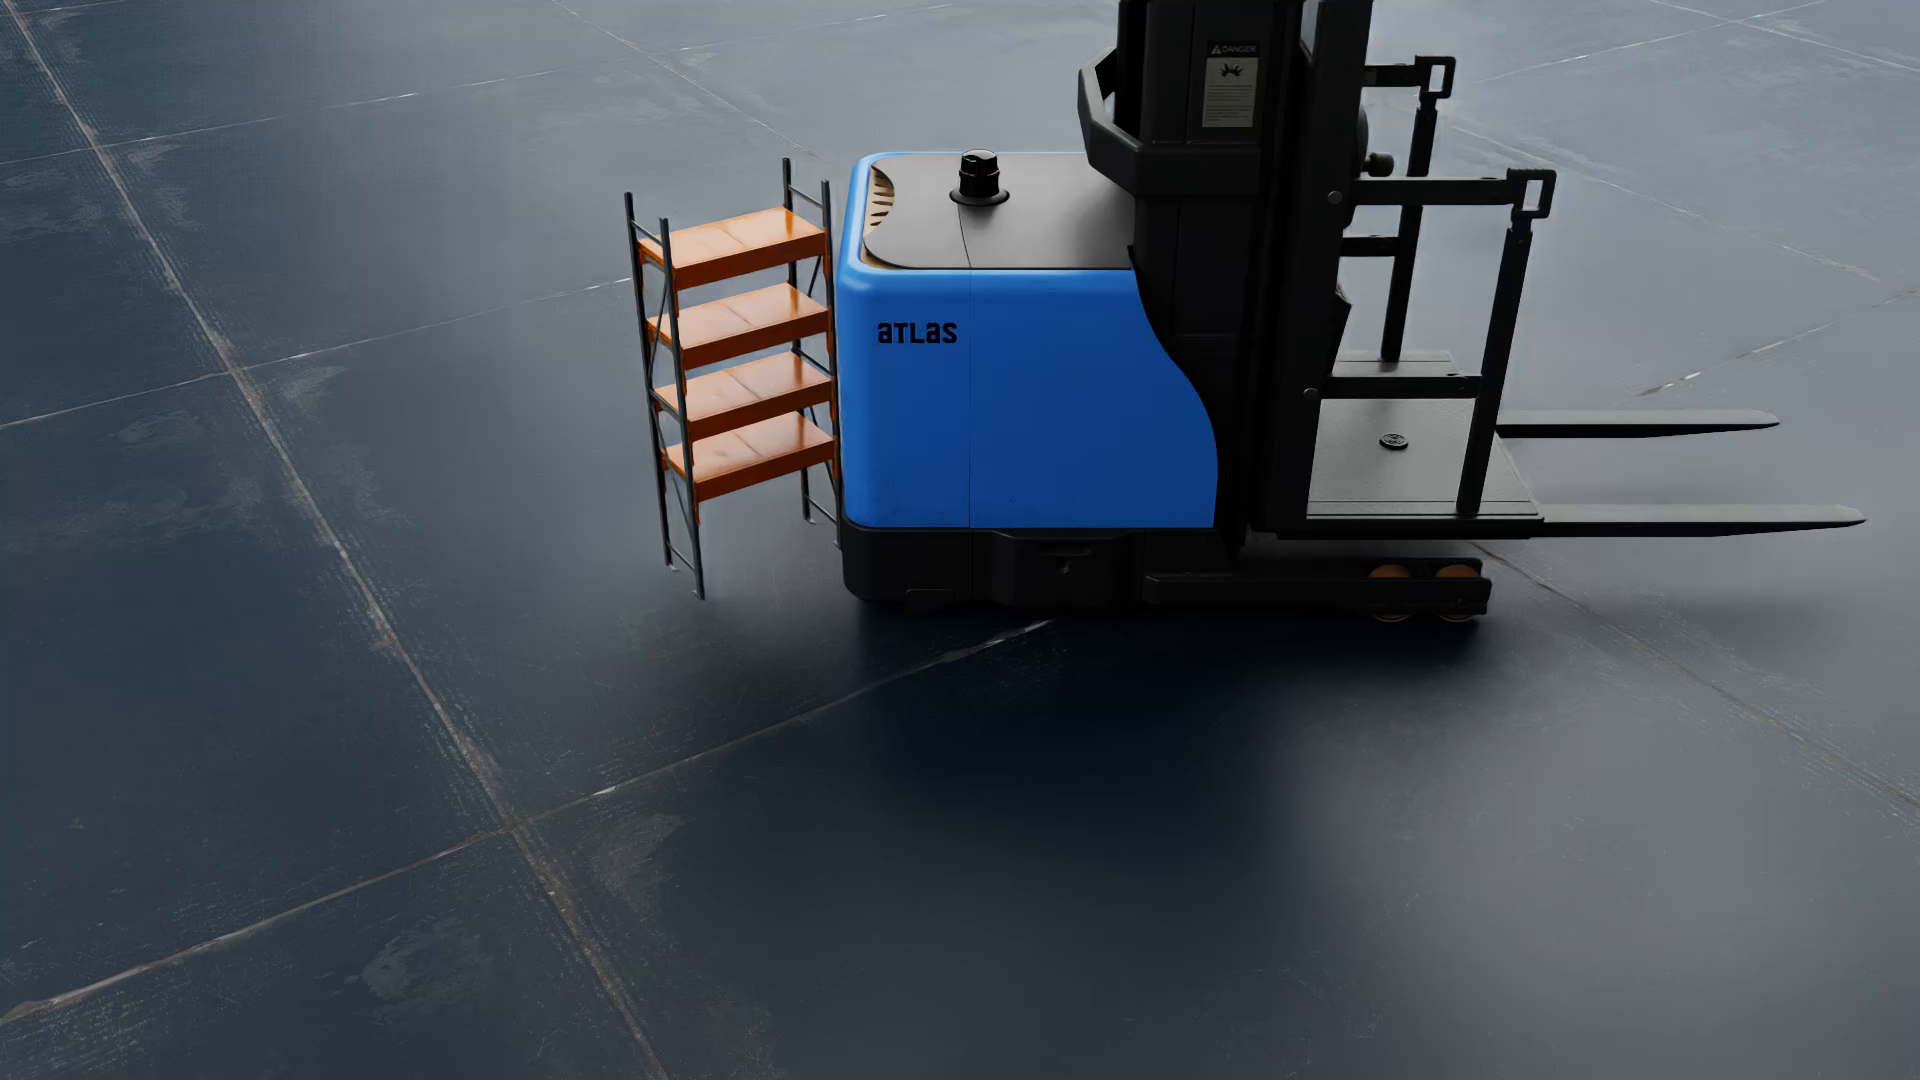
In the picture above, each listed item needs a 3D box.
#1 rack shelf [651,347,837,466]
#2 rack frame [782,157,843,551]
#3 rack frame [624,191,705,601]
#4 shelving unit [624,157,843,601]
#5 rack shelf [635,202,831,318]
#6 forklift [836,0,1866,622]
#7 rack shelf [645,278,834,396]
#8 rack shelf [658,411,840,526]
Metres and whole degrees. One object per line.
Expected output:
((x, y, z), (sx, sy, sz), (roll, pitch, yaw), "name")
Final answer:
((-0.634, -0.398, 4.882), (0.480, 0.148, 0.258), (-20, 37, -29), "rack shelf")
((-0.432, -0.528, 4.963), (0.015, 1.200, 0.240), (-20, 37, -29), "rack frame")
((-0.835, -0.381, 4.729), (0.015, 1.200, 0.240), (-20, 37, -29), "rack frame")
((-0.634, -0.455, 4.846), (0.503, 1.200, 0.258), (-20, 37, -29), "shelving unit")
((-0.634, -0.787, 4.636), (0.480, 0.148, 0.258), (-20, 37, -29), "rack shelf")
((1.171, -1.284, 4.538), (3.031, 2.935, 1.130), (0, 32, 0), "forklift")
((-0.634, -0.587, 4.763), (0.480, 0.148, 0.258), (-20, 37, -29), "rack shelf")
((-0.634, -0.230, 4.988), (0.480, 0.148, 0.258), (-20, 37, -29), "rack shelf")
